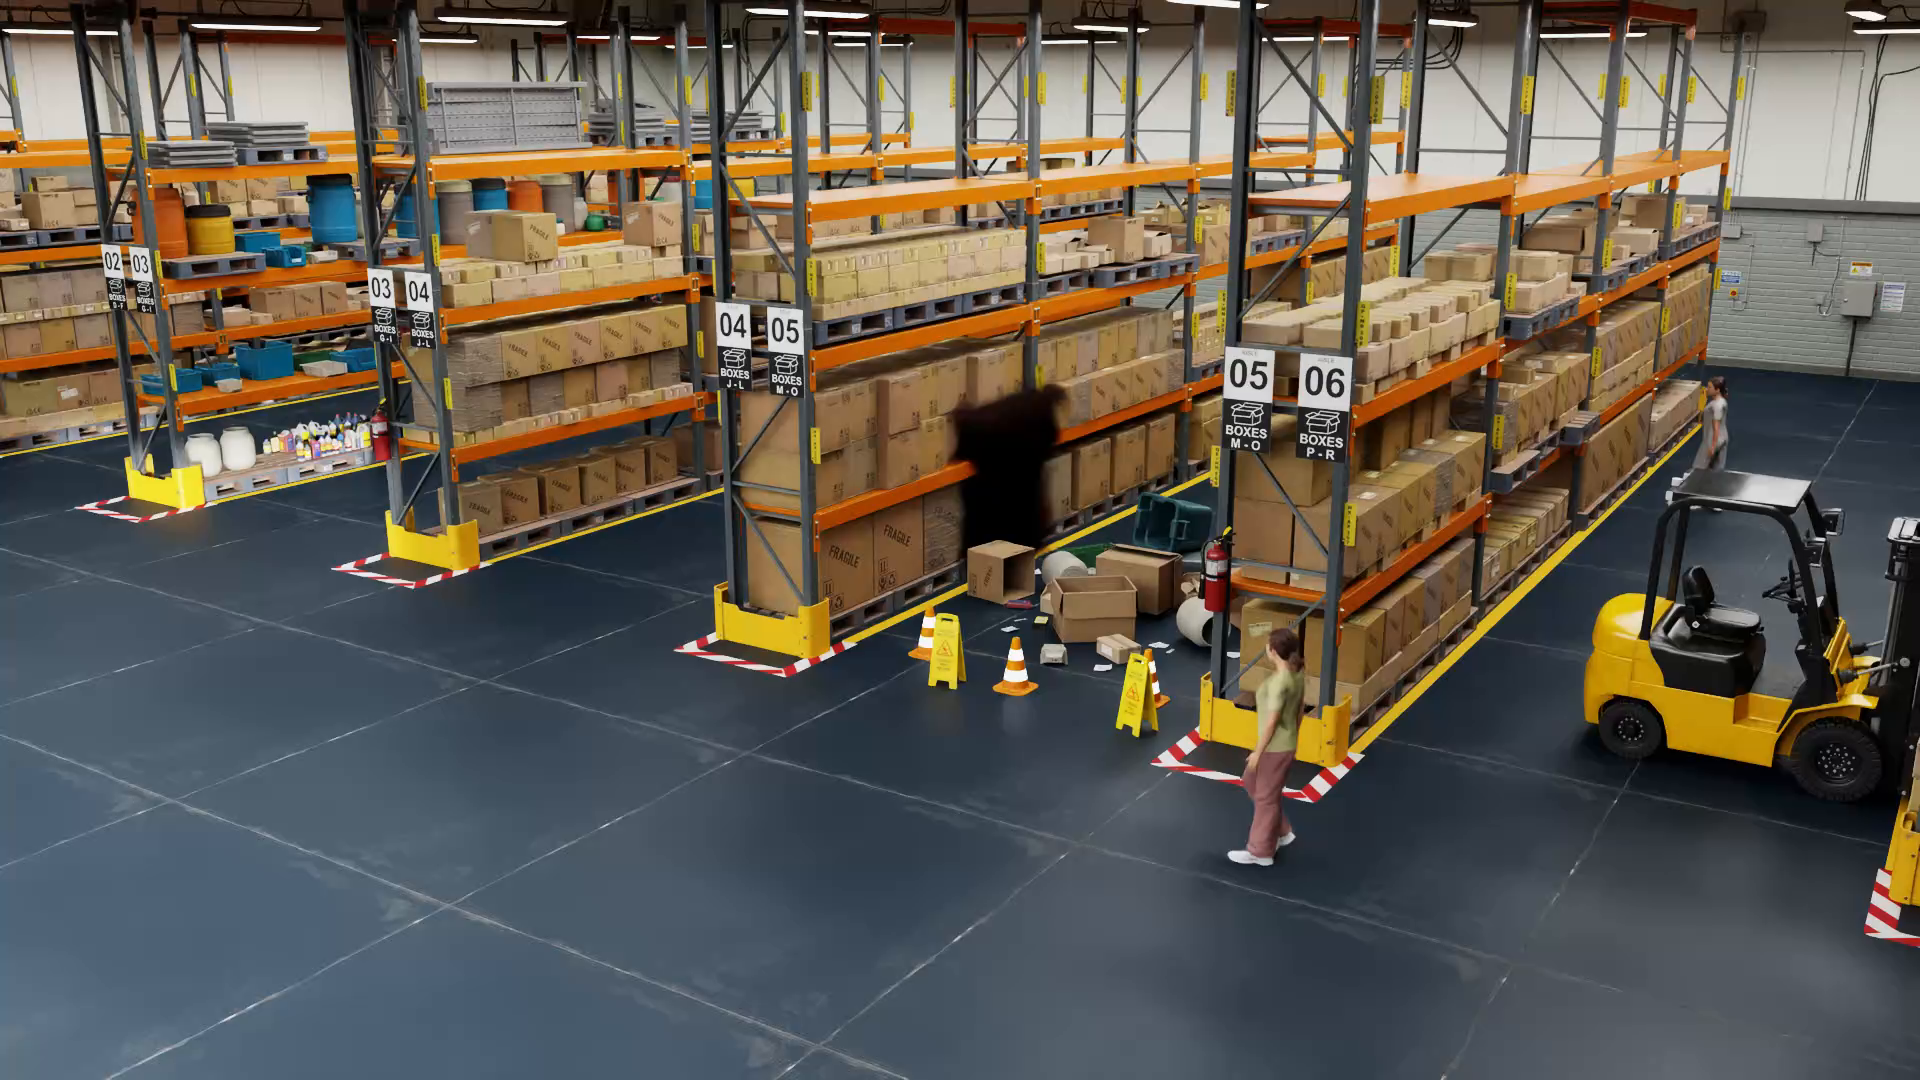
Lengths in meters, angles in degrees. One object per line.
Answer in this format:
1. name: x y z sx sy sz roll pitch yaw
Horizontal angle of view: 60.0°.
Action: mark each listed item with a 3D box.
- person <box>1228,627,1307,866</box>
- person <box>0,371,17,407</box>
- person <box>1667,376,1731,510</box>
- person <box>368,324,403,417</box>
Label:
1. person: 2.059 1.398 11.128 0.454 1.700 0.482 4 16 14
2. person: -14.657 -2.645 25.457 0.626 1.771 0.418 -6 17 -22
3. person: 9.180 -1.201 20.461 0.611 1.659 0.499 14 21 42
4. person: -8.950 -2.808 26.098 0.548 1.722 0.547 7 17 22
